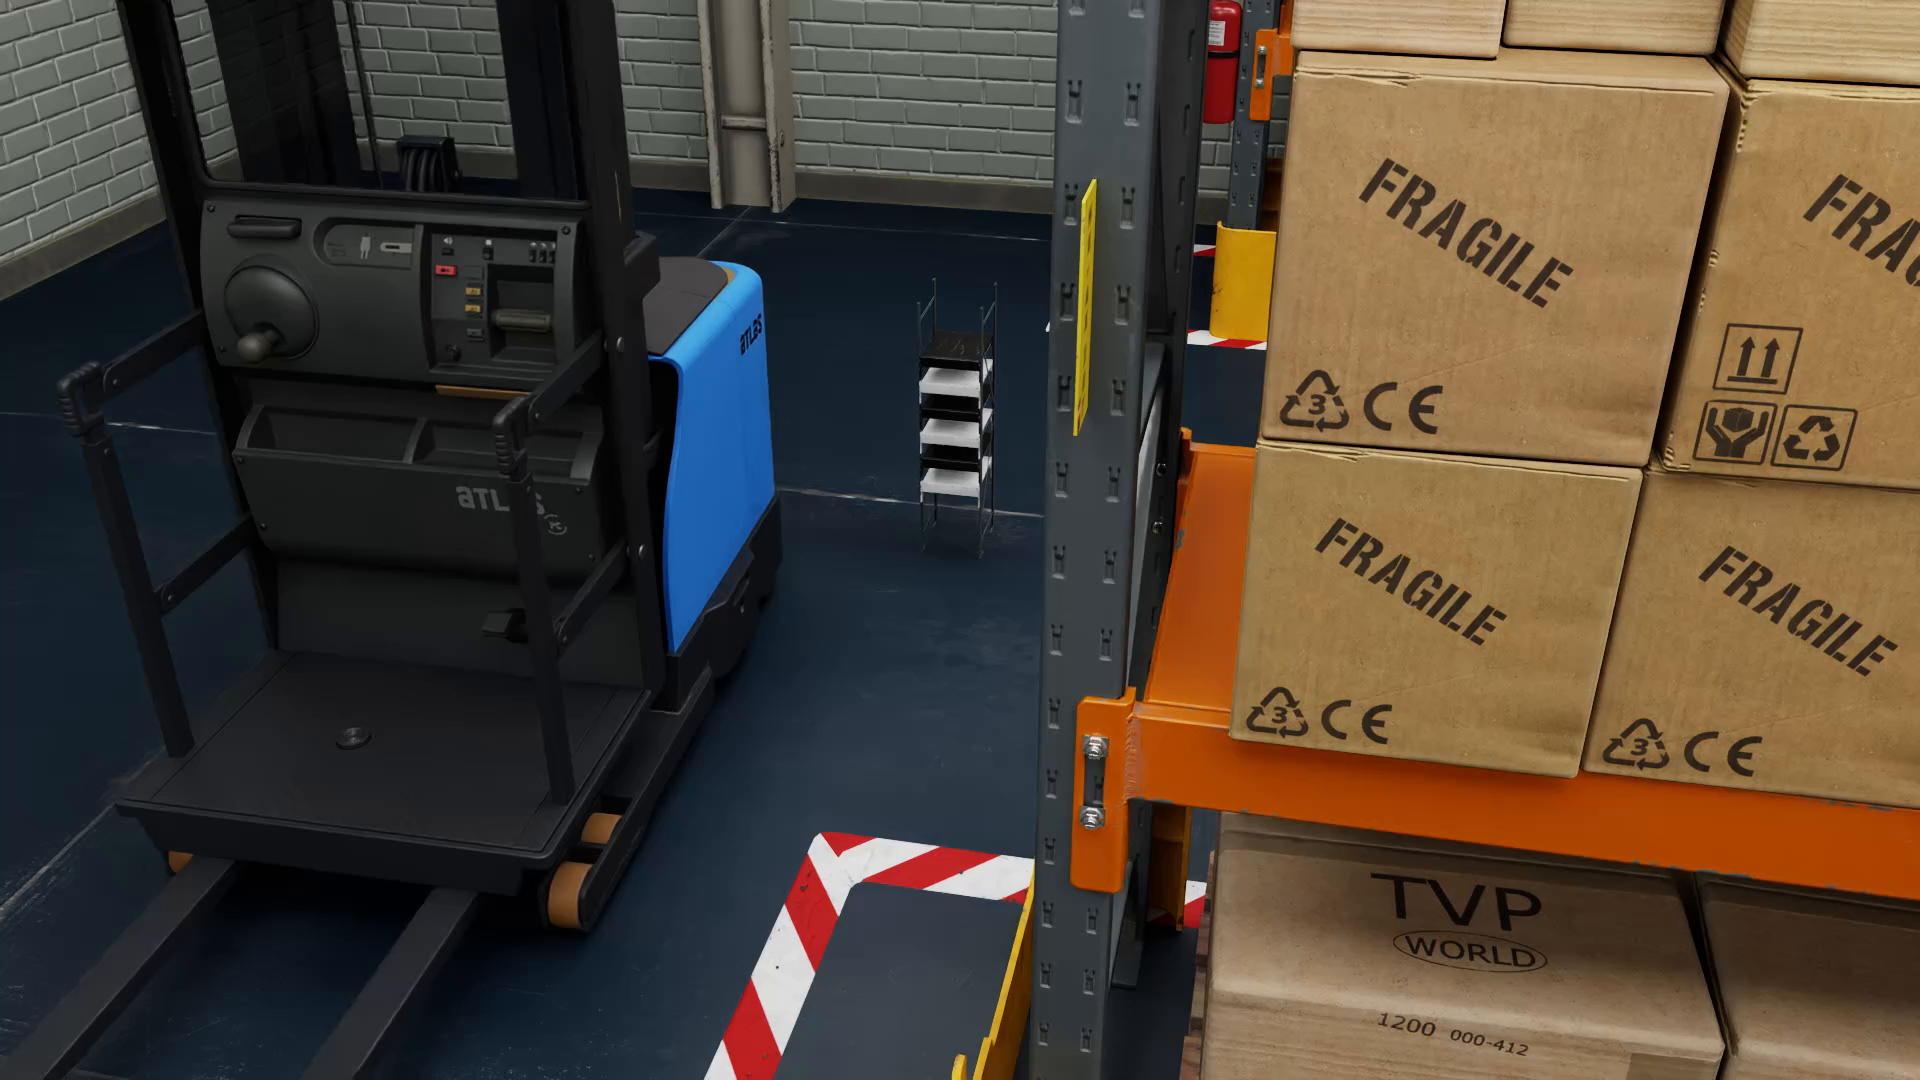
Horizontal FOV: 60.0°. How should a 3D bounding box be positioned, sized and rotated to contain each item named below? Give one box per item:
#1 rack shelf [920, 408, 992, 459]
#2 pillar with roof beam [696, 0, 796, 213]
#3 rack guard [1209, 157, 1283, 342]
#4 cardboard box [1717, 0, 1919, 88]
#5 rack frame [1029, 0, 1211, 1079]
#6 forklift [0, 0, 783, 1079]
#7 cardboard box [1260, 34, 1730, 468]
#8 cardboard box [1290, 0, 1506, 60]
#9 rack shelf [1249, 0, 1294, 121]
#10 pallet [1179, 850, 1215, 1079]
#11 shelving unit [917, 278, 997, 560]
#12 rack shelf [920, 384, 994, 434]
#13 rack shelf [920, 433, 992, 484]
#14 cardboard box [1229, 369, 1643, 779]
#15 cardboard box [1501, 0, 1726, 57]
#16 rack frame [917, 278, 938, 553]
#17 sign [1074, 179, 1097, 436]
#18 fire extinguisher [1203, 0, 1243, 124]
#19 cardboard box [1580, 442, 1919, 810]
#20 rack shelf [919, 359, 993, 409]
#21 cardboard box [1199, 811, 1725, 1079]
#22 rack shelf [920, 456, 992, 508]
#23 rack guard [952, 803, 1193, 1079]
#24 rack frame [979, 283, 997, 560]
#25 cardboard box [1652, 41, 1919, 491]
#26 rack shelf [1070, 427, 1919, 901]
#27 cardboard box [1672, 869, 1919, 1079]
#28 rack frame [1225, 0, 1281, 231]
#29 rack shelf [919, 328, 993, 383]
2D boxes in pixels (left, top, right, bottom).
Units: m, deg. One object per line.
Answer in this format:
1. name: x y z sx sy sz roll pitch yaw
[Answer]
1. rack shelf: -0.008 -0.366 5.551 0.200 0.077 0.258 6 29 11
2. pillar with roof beam: -2.028 -3.784 3.292 0.400 9.000 9.100 6 29 11
3. rack guard: 1.394 -1.377 7.744 0.348 0.500 1.175 6 29 11
4. cardboard box: 1.078 -0.678 2.044 0.250 0.149 0.380 7 29 12
5. rack frame: 0.287 -0.149 2.899 0.127 3.000 1.000 6 29 11
6. forklift: -1.364 -0.534 3.674 1.130 2.935 3.031 5 29 9
7. cardboard box: 0.697 -0.450 2.303 0.500 0.500 0.500 5 29 9
8. cardboard box: 0.576 -0.751 2.177 0.250 0.149 0.380 6 29 12
9. rack shelf: 3.276 -1.965 6.964 4.000 0.370 1.077 6 29 11
10. pallet: 1.085 1.117 3.490 1.213 0.211 1.003 6 29 11
11. shelving unit: -0.008 -0.396 5.535 0.210 0.900 0.258 6 29 11
12. rack shelf: -0.008 -0.445 5.508 0.200 0.077 0.258 6 29 11
13. rack shelf: -0.008 -0.287 5.595 0.200 0.077 0.258 6 29 11
14. cardboard box: 0.696 -0.010 2.541 0.500 0.500 0.500 6 29 10
15. cardboard box: 0.847 -0.758 2.190 0.250 0.149 0.380 7 29 12
16. rack frame: -0.107 -0.406 5.554 0.006 0.900 0.240 6 29 11
17. sign: 0.165 -0.304 2.198 0.005 0.325 0.100 6 29 11
18. fire extinguisher: 1.079 -2.081 6.897 0.183 0.674 0.296 6 29 11
19. cardboard box: 1.197 0.027 2.472 0.500 0.500 0.500 5 29 10
20. rack shelf: -0.008 -0.524 5.465 0.200 0.077 0.258 6 29 11
21. cardboard box: 0.953 0.809 3.379 0.875 0.438 0.875 5 29 9
22. rack shelf: -0.008 -0.208 5.638 0.200 0.077 0.258 6 29 11
23. rack guard: 0.263 0.945 3.504 0.348 0.500 1.175 6 29 11
24. rack frame: 0.091 -0.385 5.517 0.006 0.900 0.240 6 29 11
25. cardboard box: 1.204 -0.401 2.214 0.500 0.500 0.500 5 29 9
26. rack shelf: 2.243 0.367 2.706 4.000 0.370 1.077 6 29 11
27. cardboard box: 1.850 0.897 3.218 0.875 0.438 0.875 7 29 12
28. rack frame: 1.320 -2.481 7.158 0.127 3.000 1.000 6 29 11
29. rack shelf: -0.008 -0.603 5.422 0.200 0.077 0.258 6 29 11
